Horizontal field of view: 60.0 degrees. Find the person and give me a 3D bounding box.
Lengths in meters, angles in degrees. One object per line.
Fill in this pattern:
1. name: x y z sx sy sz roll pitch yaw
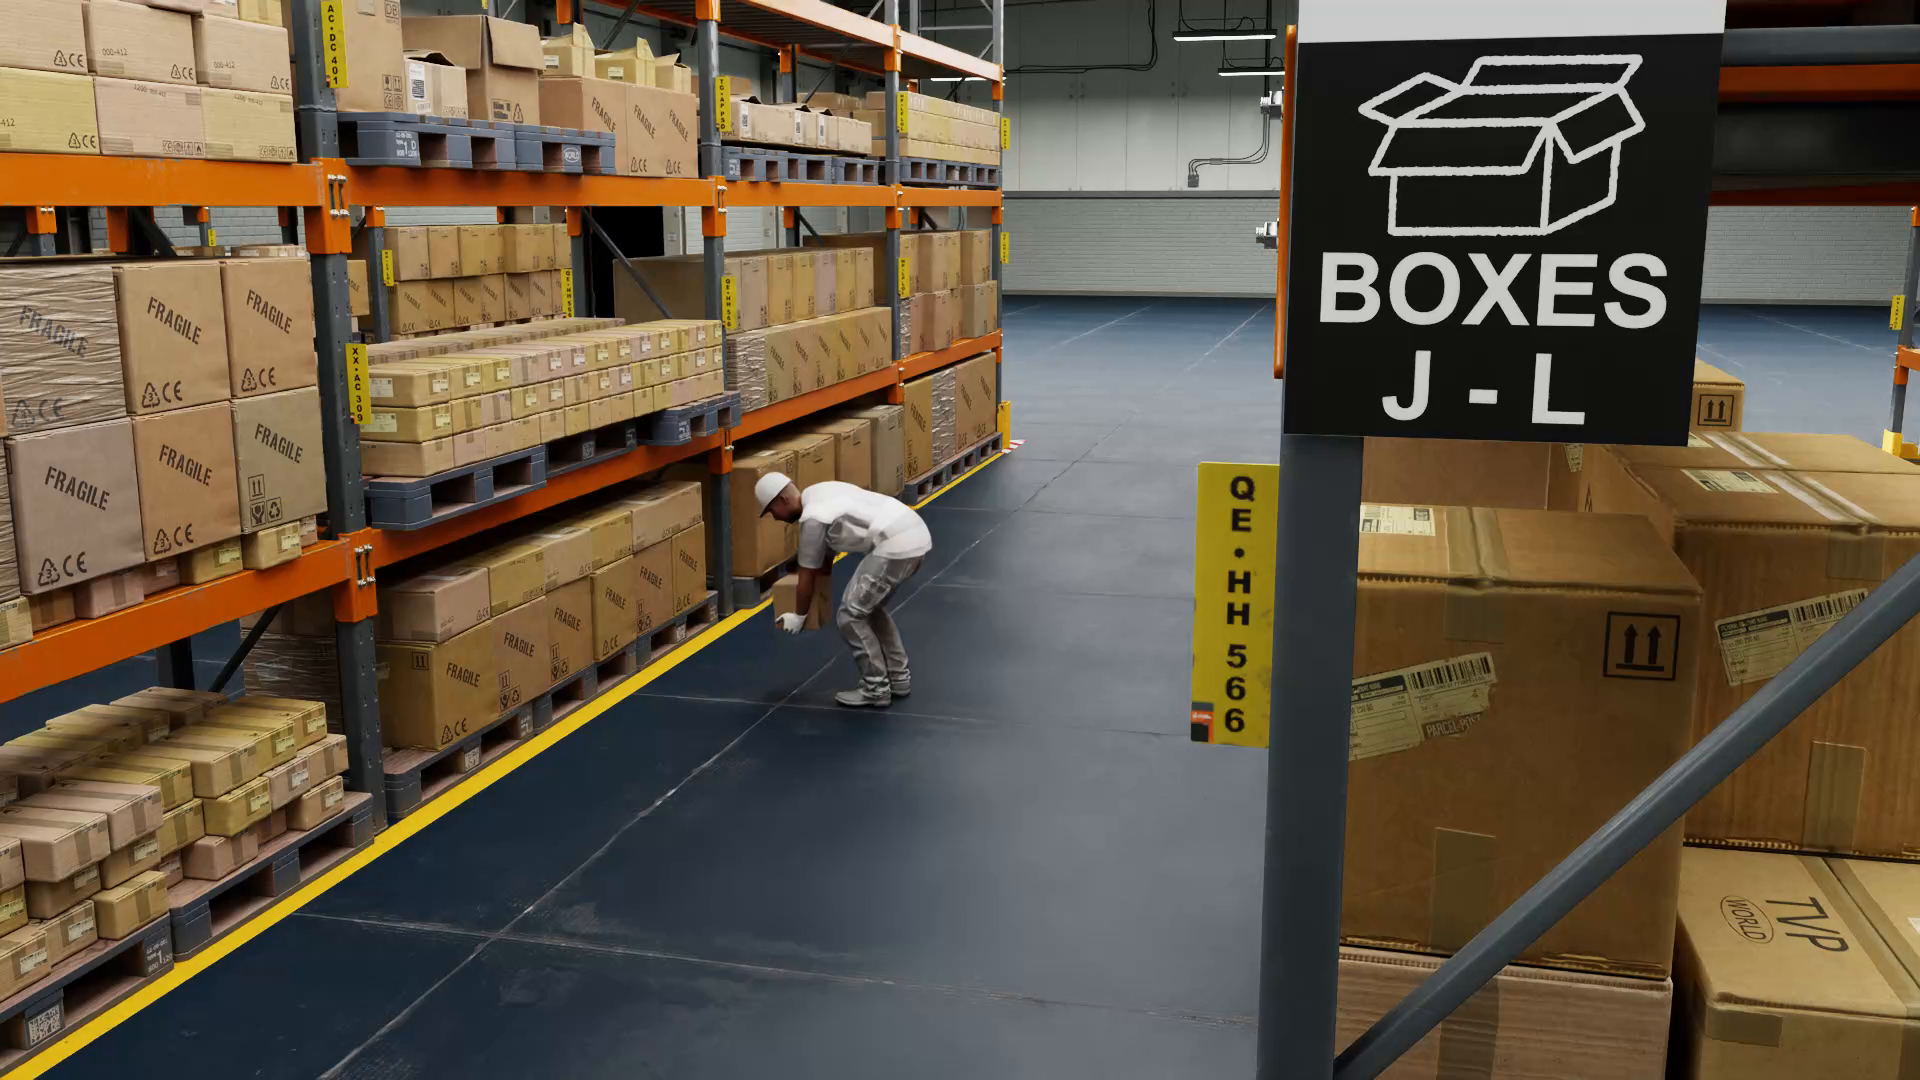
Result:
1. person: -0.634 0.257 8.989 0.953 1.239 0.517 2 12 11
